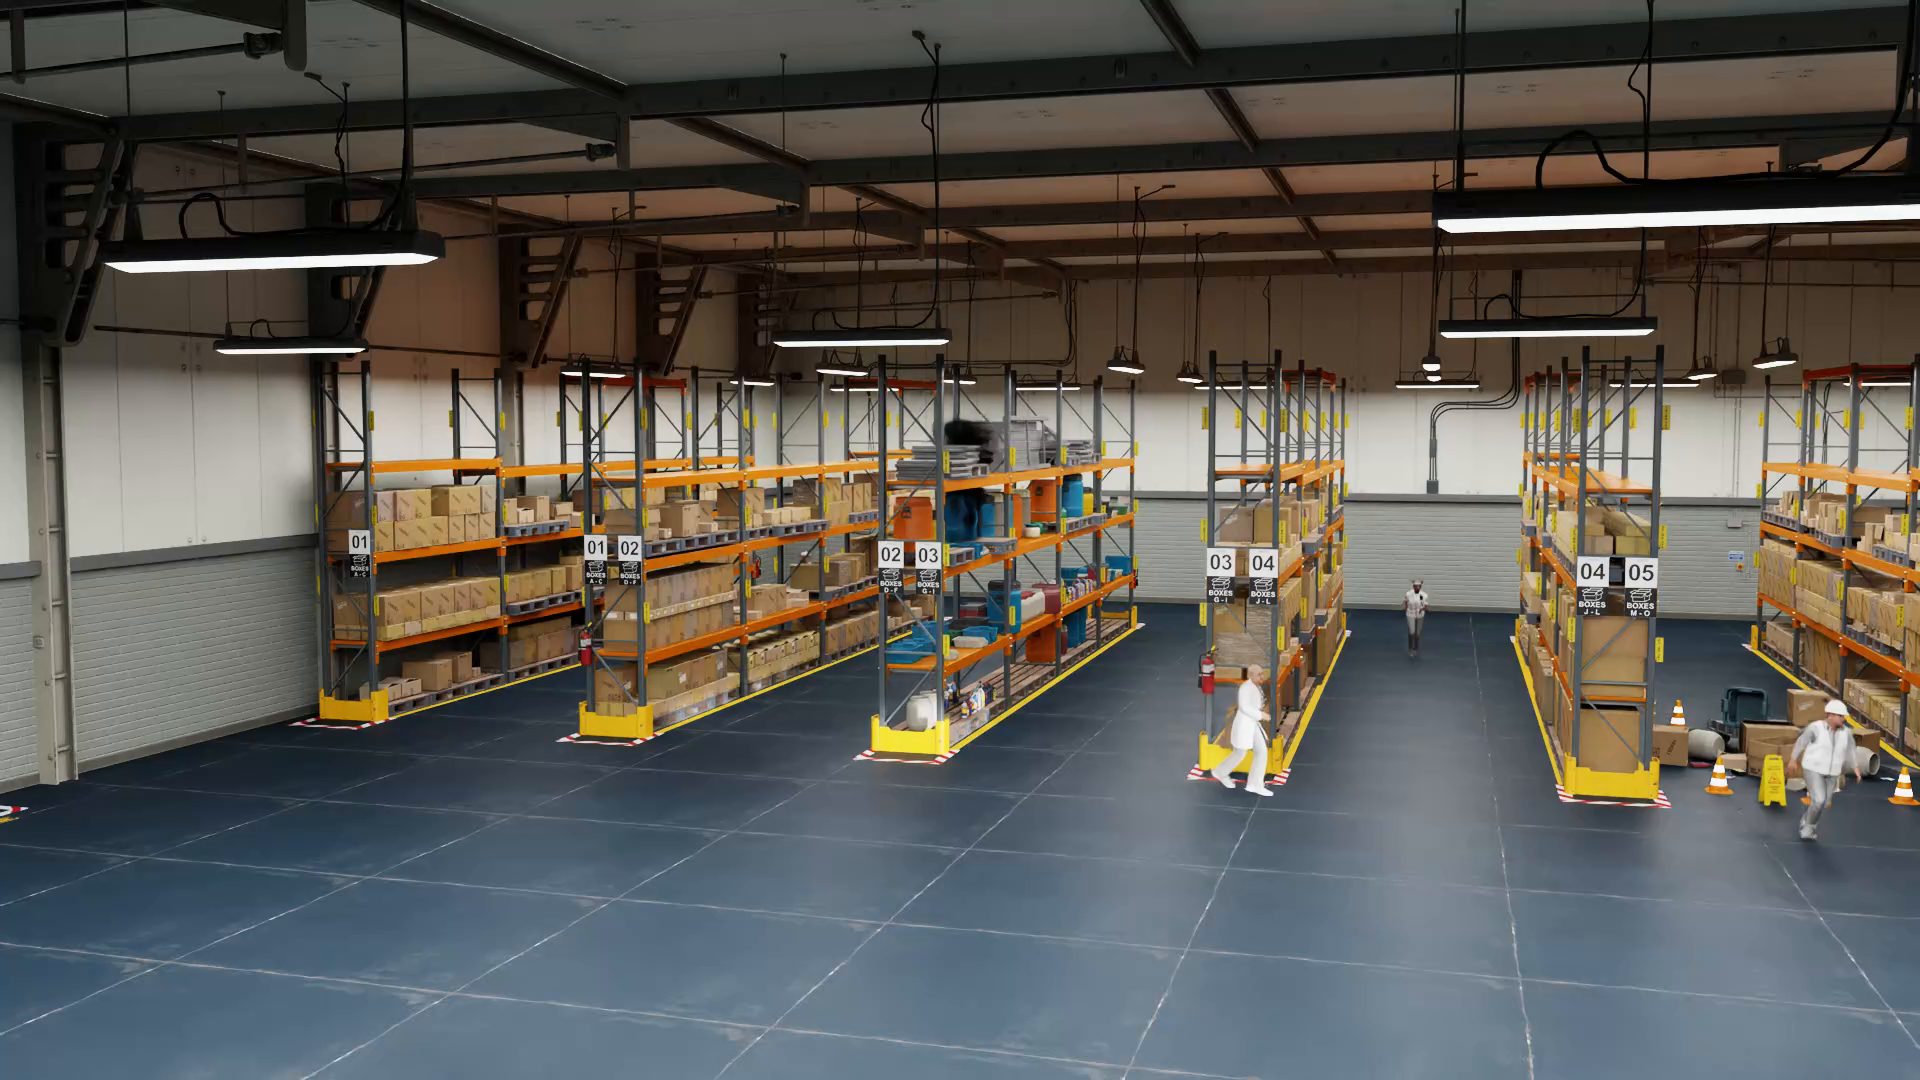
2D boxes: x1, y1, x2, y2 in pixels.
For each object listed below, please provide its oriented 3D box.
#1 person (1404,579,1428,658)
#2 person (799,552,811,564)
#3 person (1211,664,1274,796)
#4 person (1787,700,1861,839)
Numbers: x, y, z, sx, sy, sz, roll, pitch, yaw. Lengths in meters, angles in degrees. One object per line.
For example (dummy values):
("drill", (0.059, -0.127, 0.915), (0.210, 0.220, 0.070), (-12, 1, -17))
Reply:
("person", (9.671, 1.662, 35.253), (0.471, 1.708, 0.791), (0, 4, 7))
("person", (-3.747, 1.189, 41.038), (0.657, 1.802, 0.822), (2, 4, 24))
("person", (3.782, 2.527, 22.271), (0.877, 1.756, 0.667), (3, 5, 35))
("person", (10.252, 2.728, 19.700), (0.634, 1.721, 0.754), (0, 4, -5))
